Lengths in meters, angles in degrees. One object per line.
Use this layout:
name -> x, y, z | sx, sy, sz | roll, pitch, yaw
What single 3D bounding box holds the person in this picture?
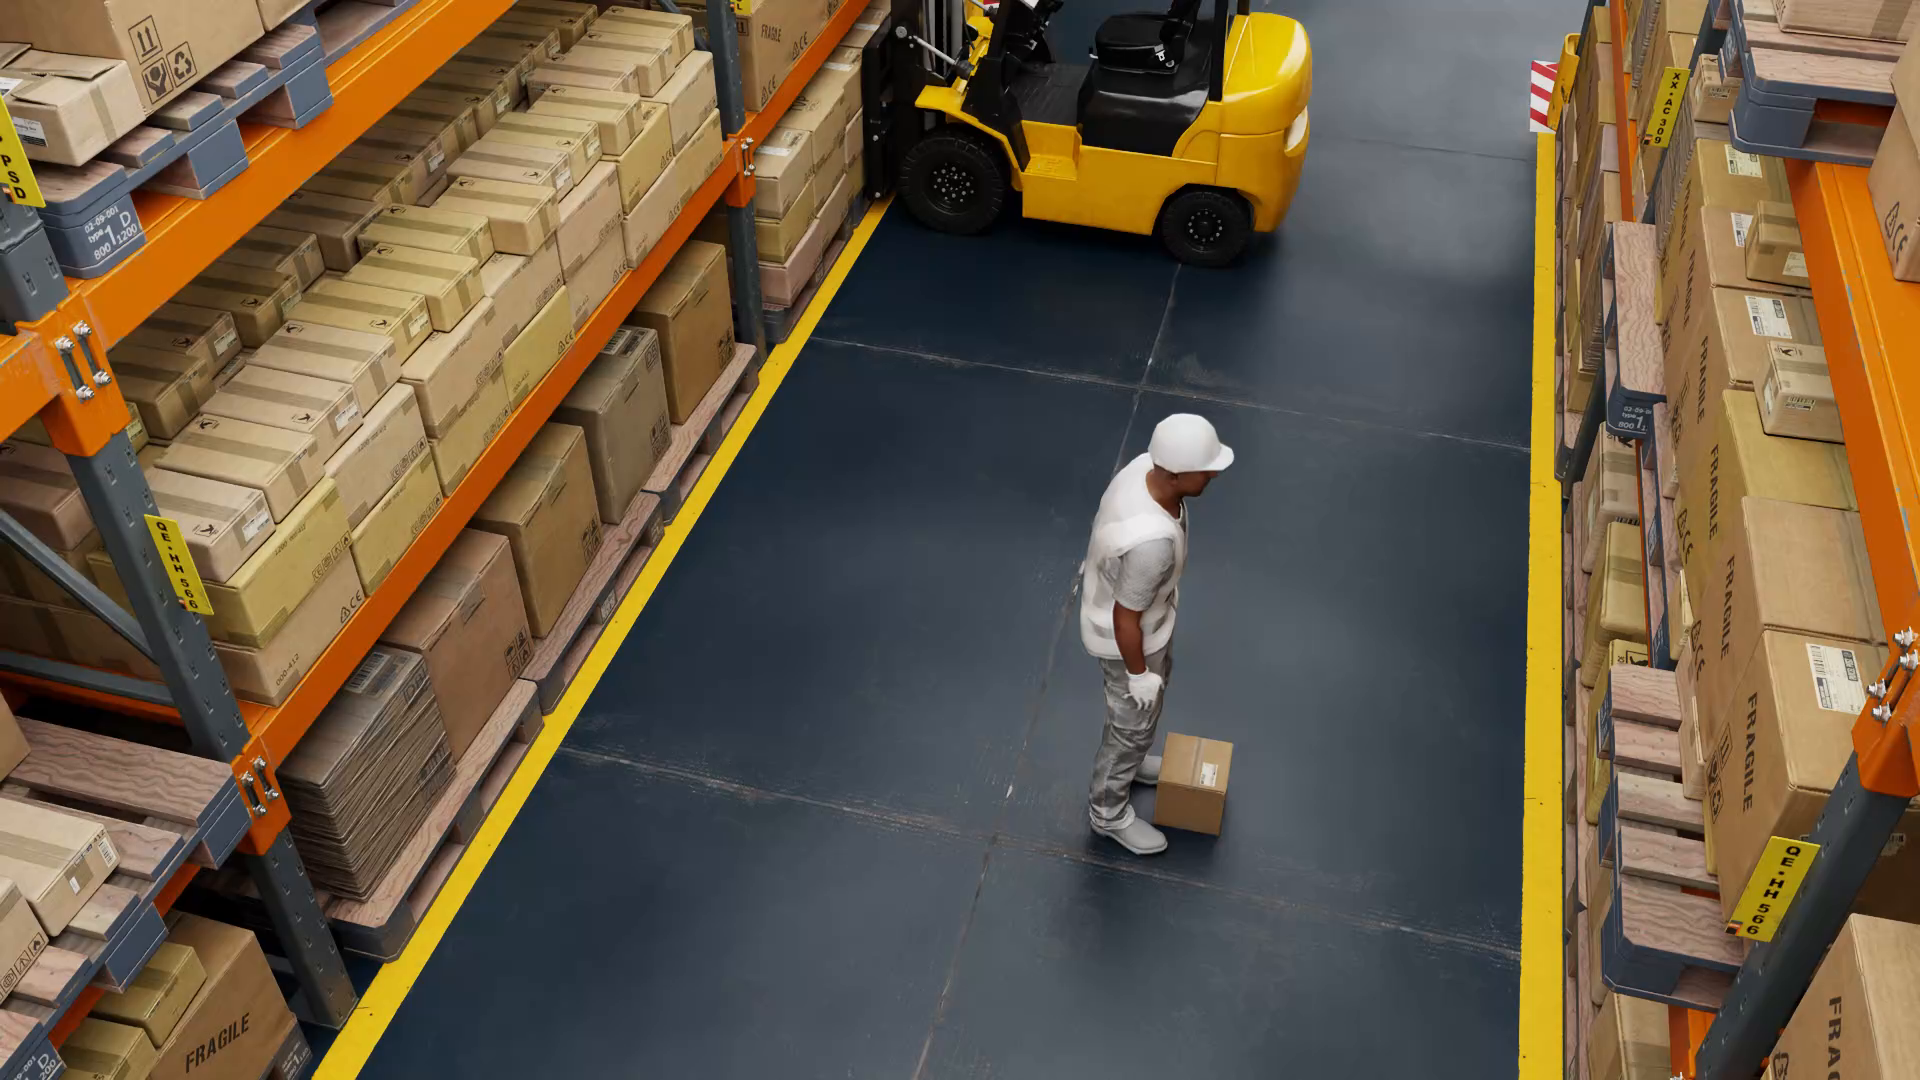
person -> 0.646, 0.302, 5.799 | 0.450, 1.773, 0.622 | 8, 41, 9
